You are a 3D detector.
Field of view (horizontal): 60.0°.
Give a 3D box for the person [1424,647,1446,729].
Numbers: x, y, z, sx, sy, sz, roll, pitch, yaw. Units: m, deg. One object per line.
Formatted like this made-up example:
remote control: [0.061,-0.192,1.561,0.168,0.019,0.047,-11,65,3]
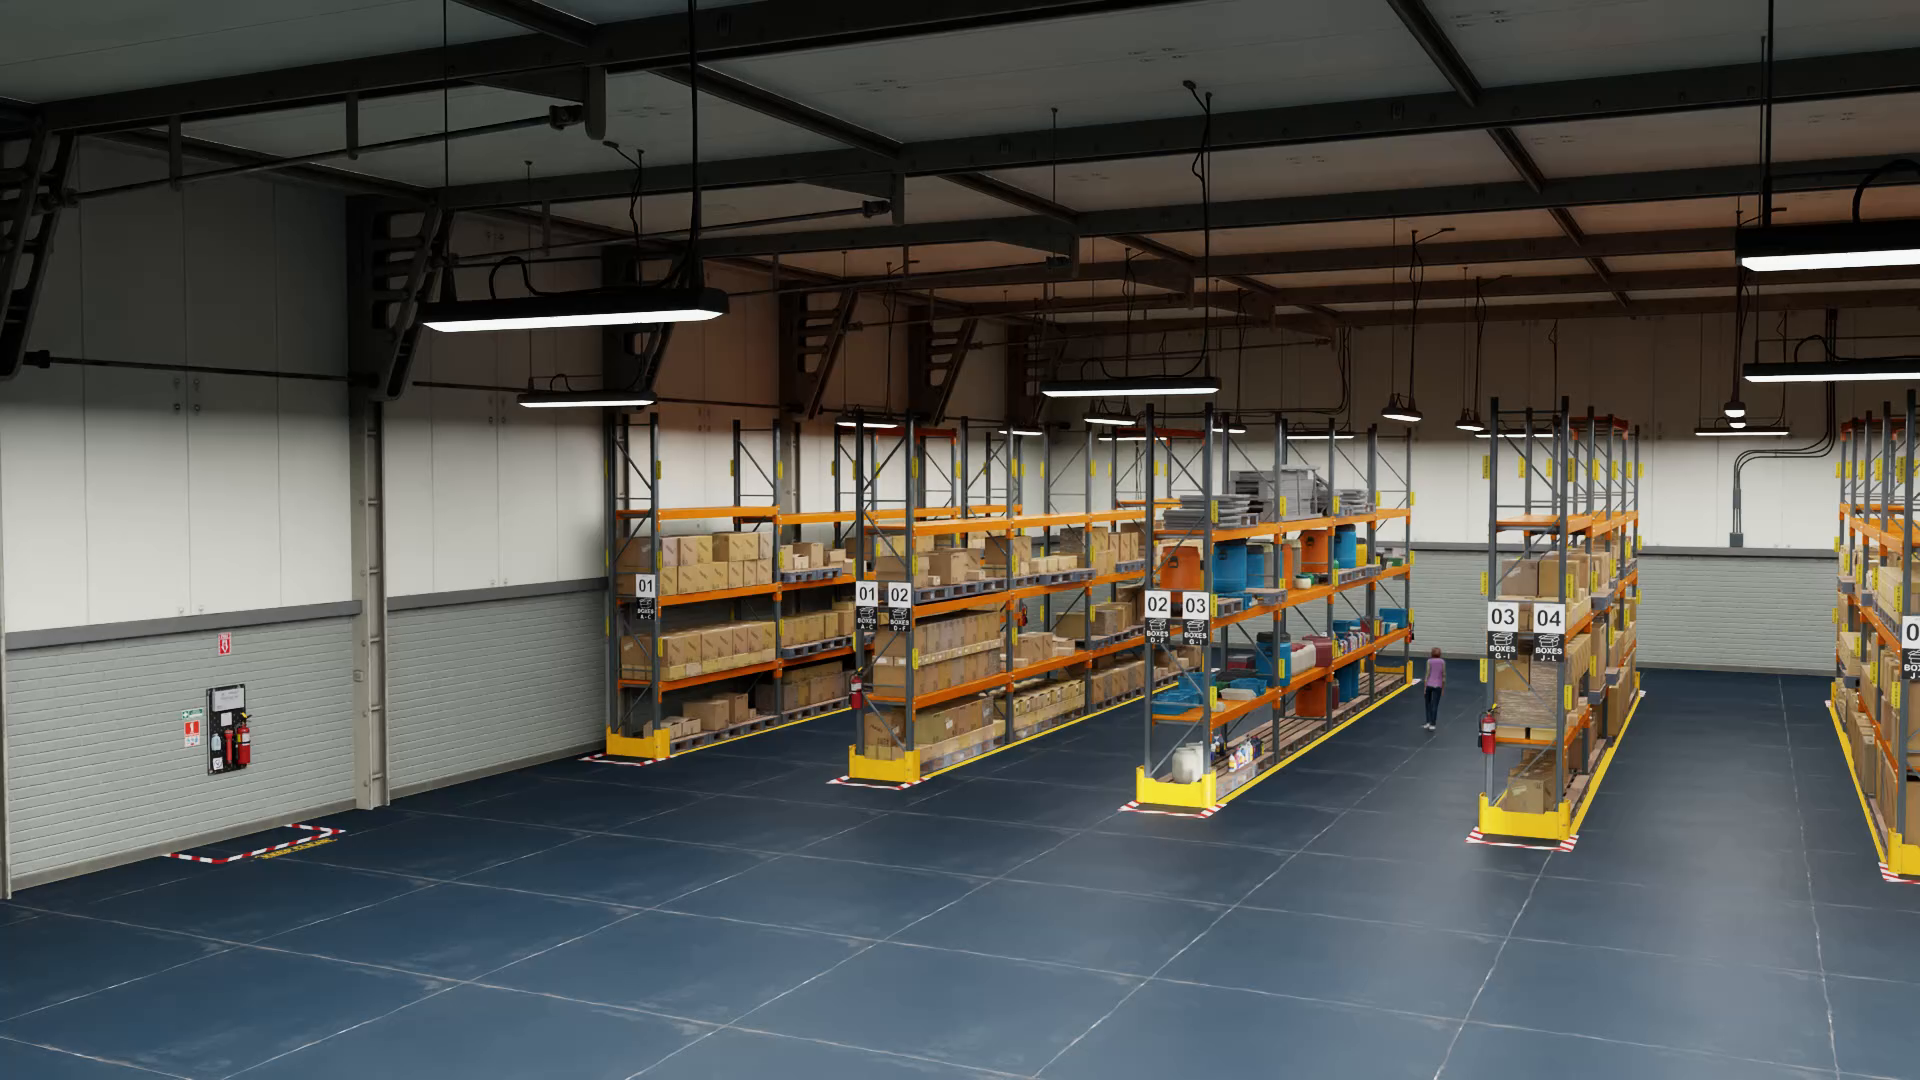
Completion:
person: [9.160,2.877,32.091,0.409,1.627,0.622,1,3,20]
